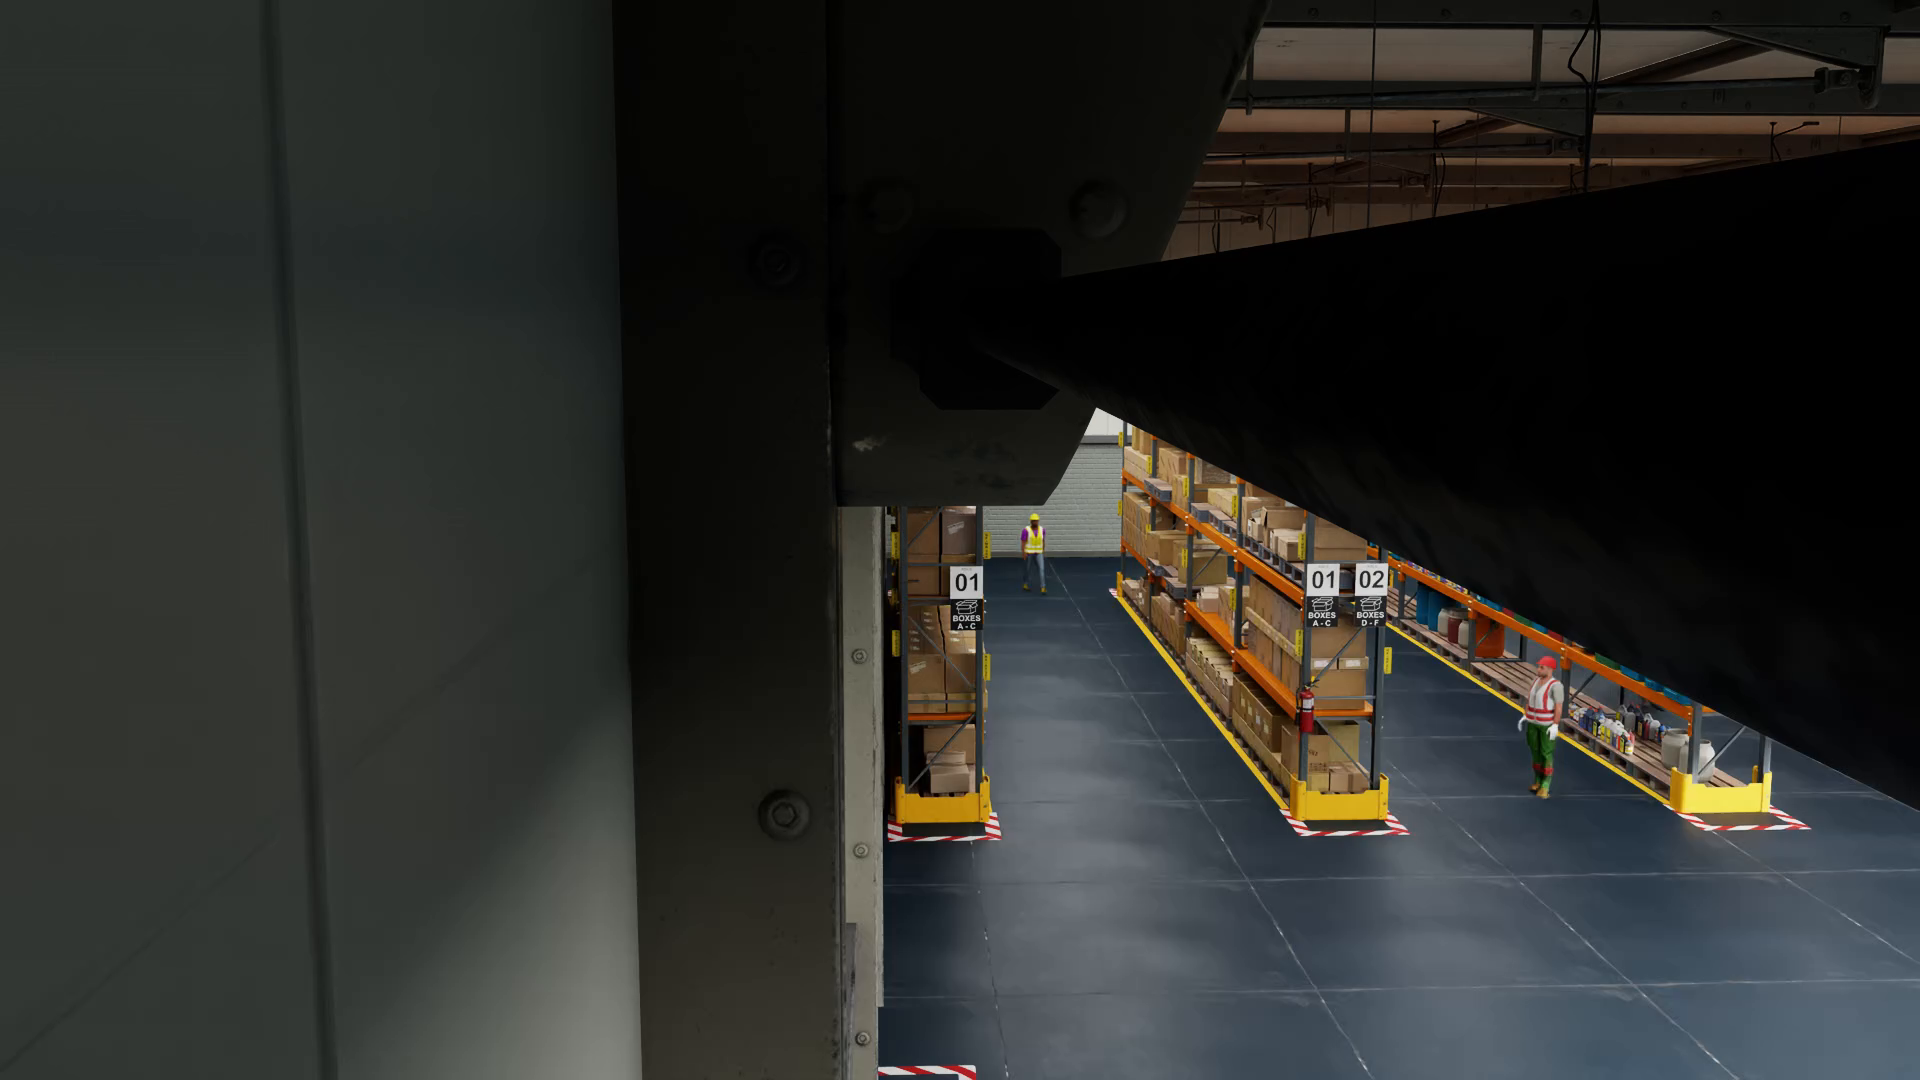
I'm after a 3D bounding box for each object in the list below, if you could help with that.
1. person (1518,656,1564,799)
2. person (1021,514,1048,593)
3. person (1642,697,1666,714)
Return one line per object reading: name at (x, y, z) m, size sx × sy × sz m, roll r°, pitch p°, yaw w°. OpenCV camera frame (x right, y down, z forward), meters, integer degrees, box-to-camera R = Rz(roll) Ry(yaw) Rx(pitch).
person at (7.565, 2.419, 21.665) m, size 0.499 × 1.819 × 0.567 m, roll -7°, pitch 11°, yaw -41°
person at (1.648, 0.290, 36.829) m, size 0.610 × 1.723 × 0.971 m, roll -3°, pitch 9°, yaw -19°
person at (10.876, 1.856, 25.938) m, size 0.540 × 1.735 × 0.485 m, roll 1°, pitch 8°, yaw 10°
